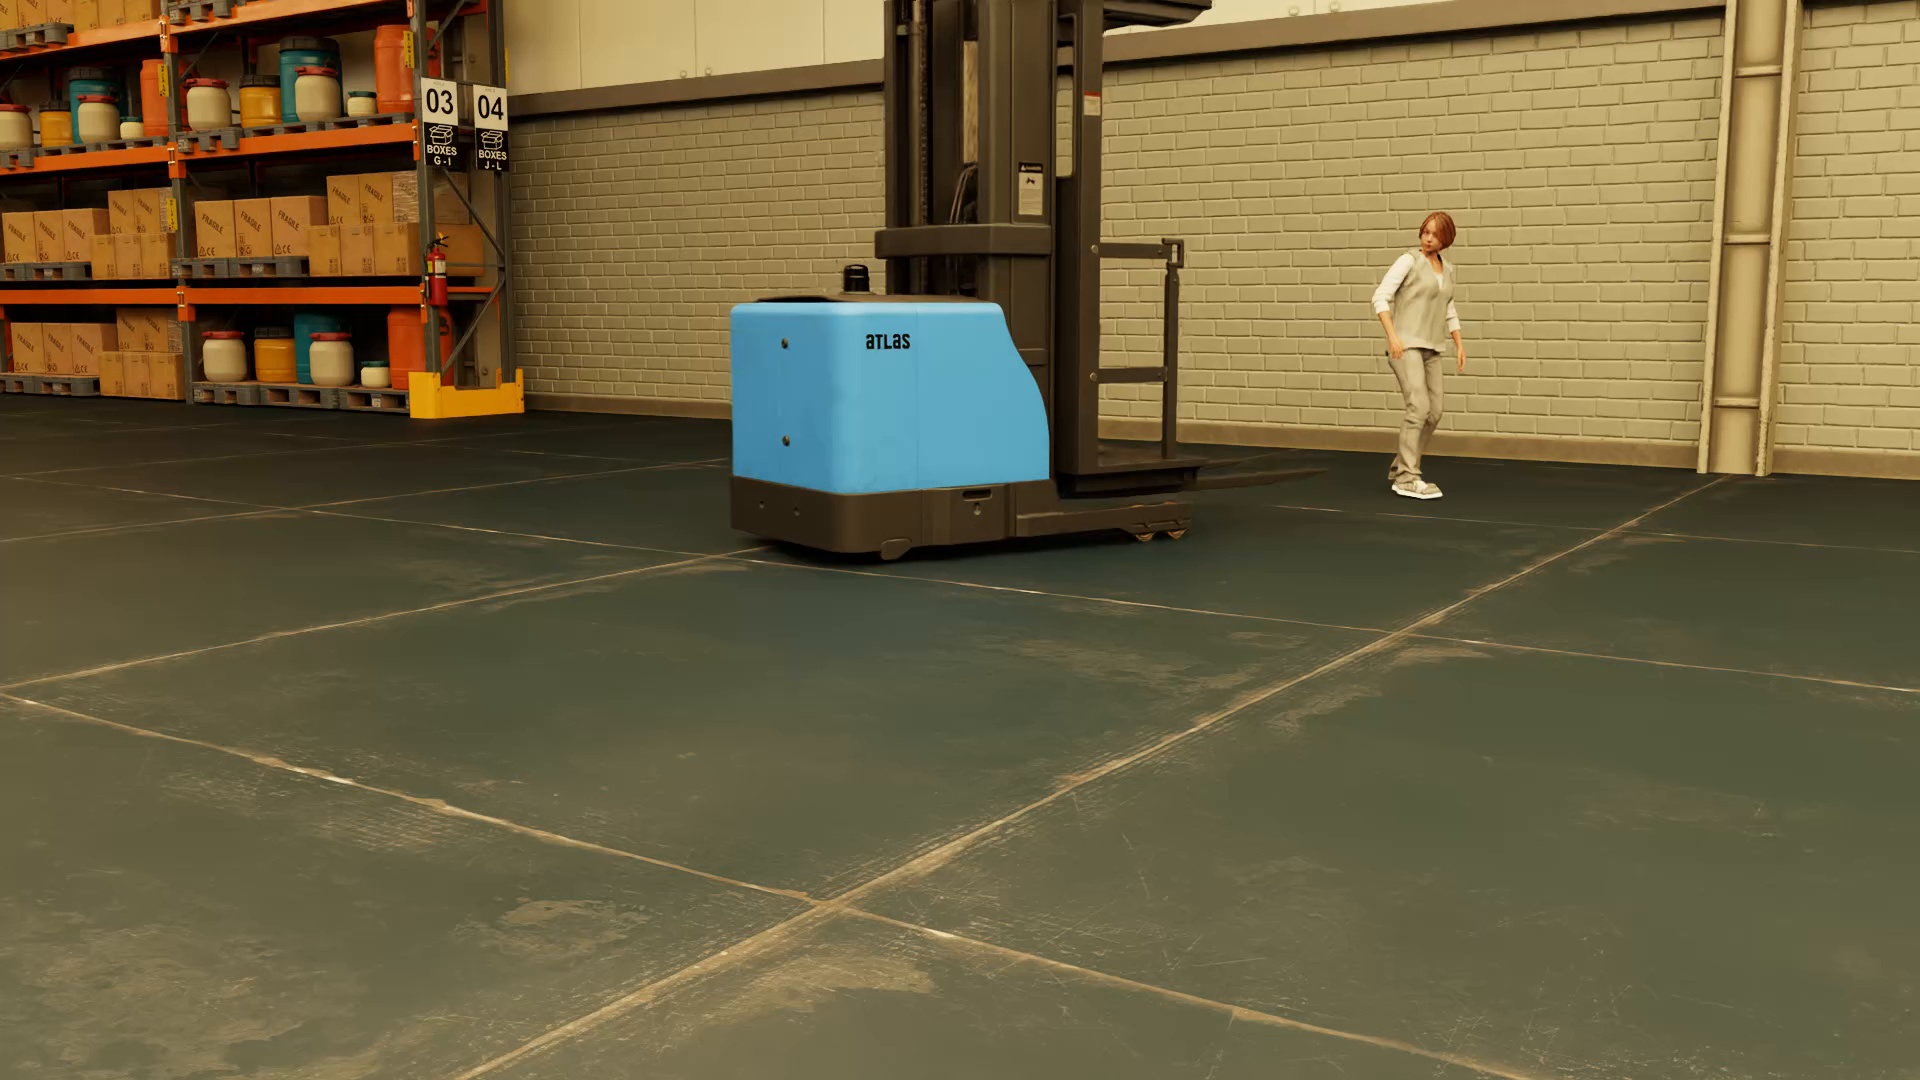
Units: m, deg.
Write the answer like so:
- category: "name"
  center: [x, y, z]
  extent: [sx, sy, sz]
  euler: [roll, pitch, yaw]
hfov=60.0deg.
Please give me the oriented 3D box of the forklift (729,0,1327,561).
- category: "forklift"
  center: [0.462, -1.504, 7.769]
  extent: [3.031, 2.935, 1.130]
  euler: [-6, 10, -35]

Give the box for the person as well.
- category: "person"
  center: [2.609, -1.030, 9.271]
  extent: [0.621, 1.577, 0.447]
  euler: [-7, 10, -39]
